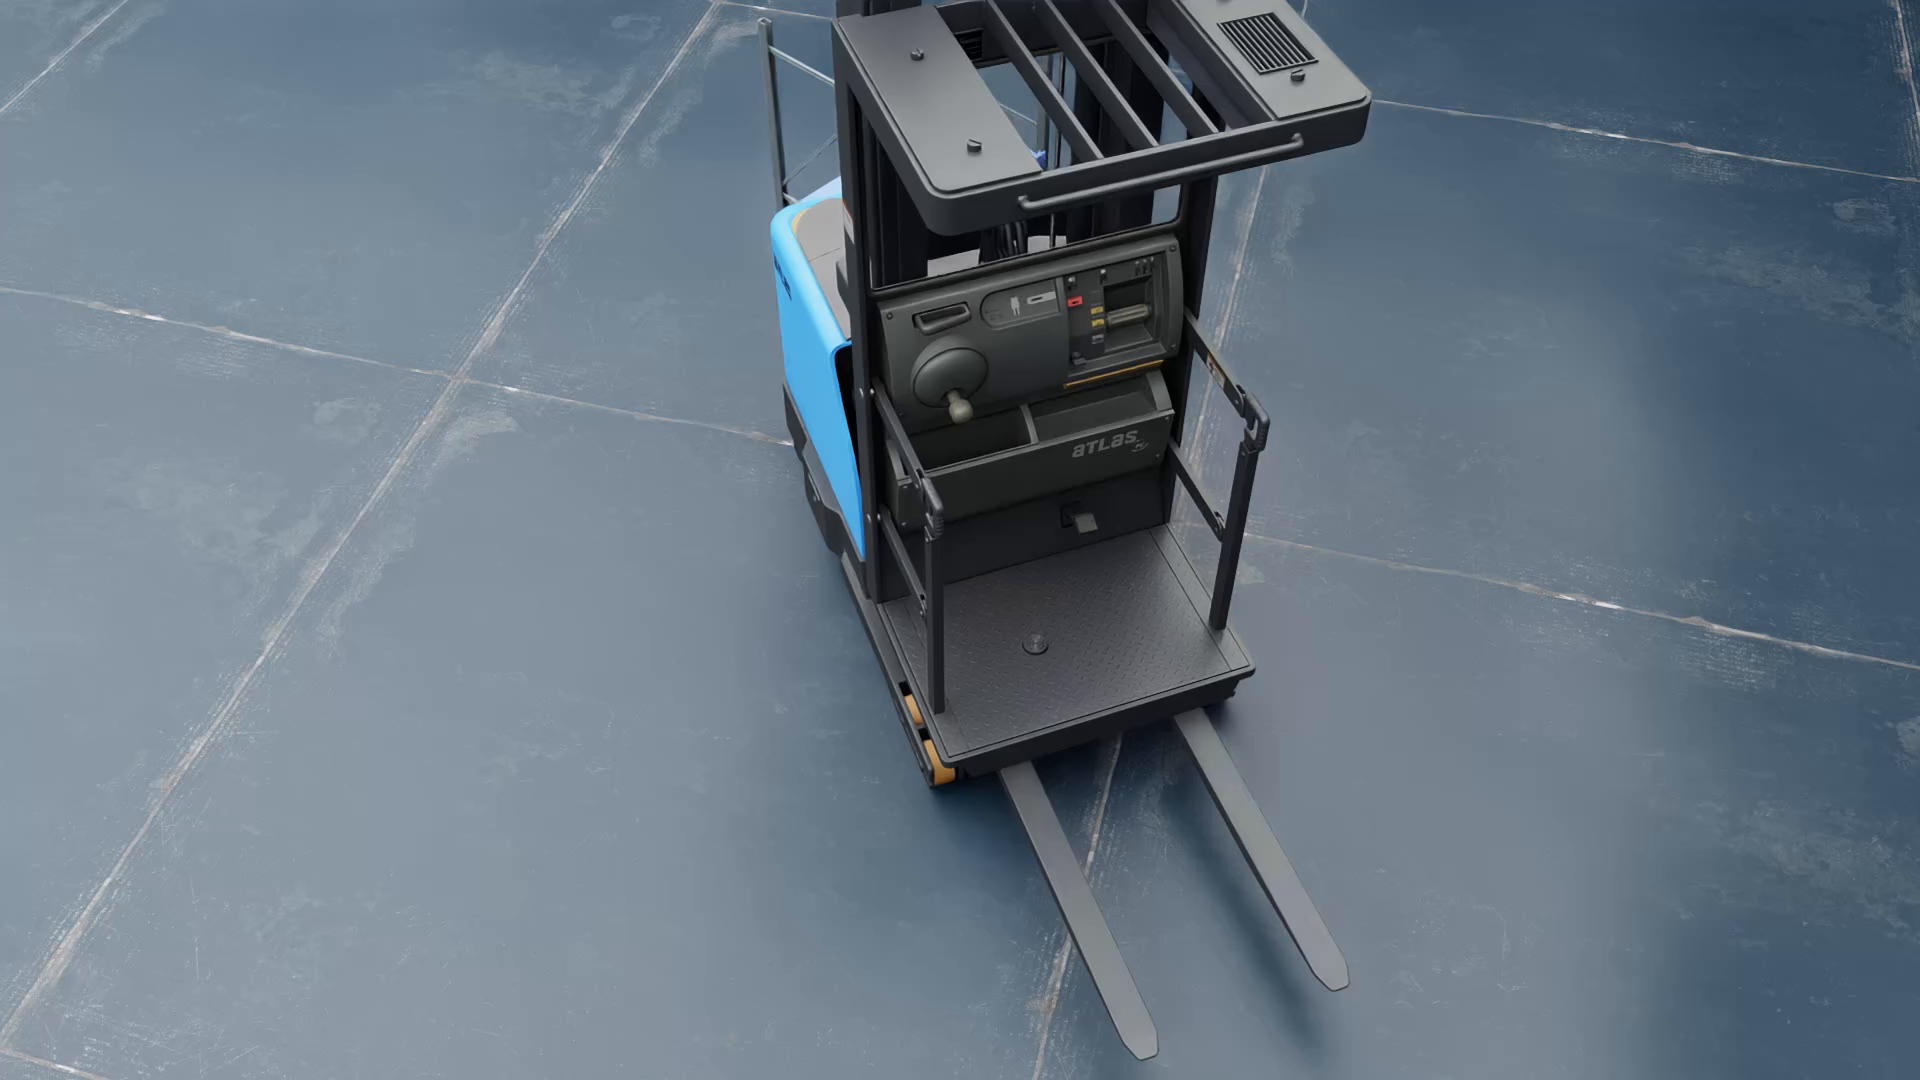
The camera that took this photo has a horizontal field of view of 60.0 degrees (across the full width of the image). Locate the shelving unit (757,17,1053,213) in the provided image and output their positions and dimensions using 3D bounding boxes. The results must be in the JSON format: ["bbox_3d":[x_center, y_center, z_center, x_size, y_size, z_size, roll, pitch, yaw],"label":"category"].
[{"bbox_3d":[-0.178,-1.499,6.573,0.538,1.500,1.048,35,57,27],"label":"shelving unit"}]

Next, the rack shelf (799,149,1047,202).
[{"bbox_3d":[-0.178,-1.380,6.708,0.538,0.185,1.000,35,57,27],"label":"rack shelf"}]

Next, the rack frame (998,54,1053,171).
[{"bbox_3d":[0.166,-1.780,6.820,0.500,1.500,0.032,35,57,27],"label":"rack frame"}]

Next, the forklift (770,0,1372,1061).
[{"bbox_3d":[0.298,-0.513,4.748,1.130,2.935,3.031,-15,50,-13],"label":"forklift"}]

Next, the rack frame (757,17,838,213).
[{"bbox_3d":[-0.522,-1.219,6.325,0.500,1.500,0.032,35,57,27],"label":"rack frame"}]
